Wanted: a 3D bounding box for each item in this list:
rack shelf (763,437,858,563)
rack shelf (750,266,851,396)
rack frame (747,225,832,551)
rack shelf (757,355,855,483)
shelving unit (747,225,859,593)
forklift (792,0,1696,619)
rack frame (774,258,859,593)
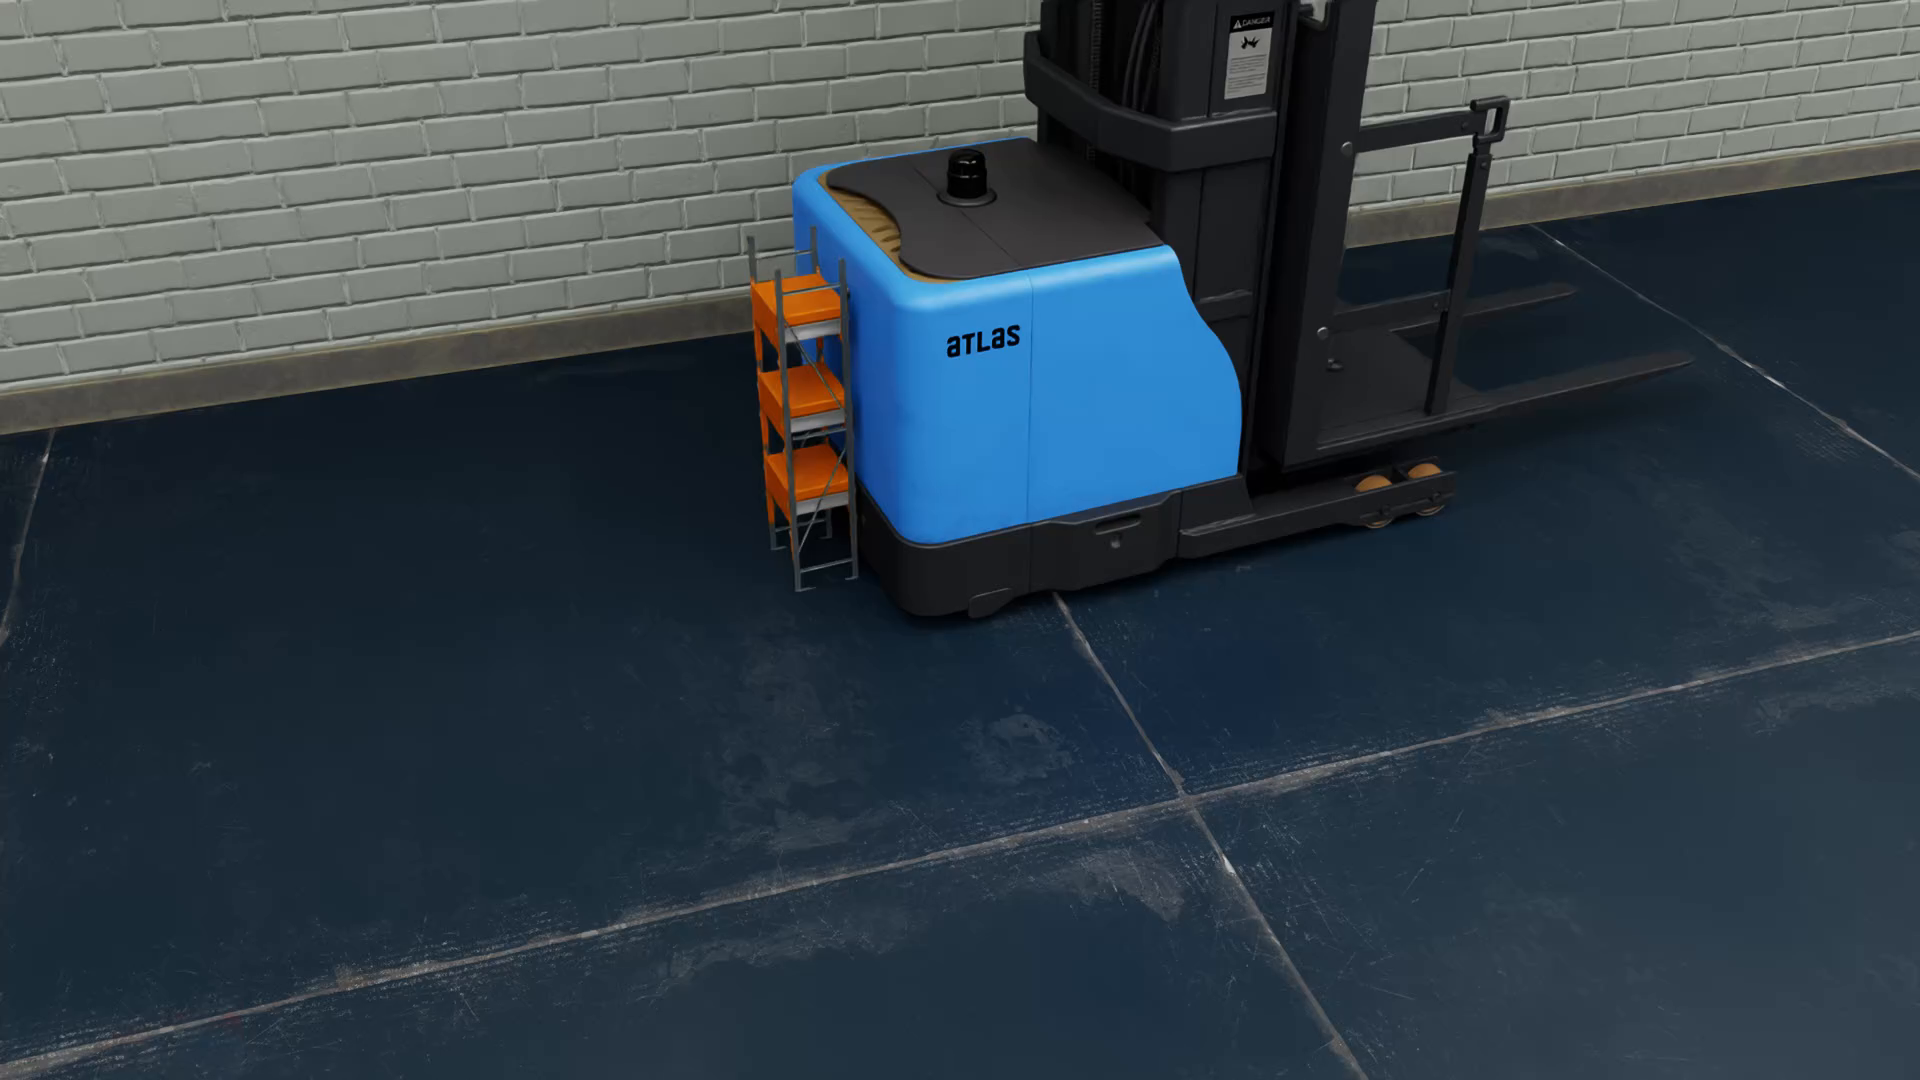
[{"bbox_3d":[-0.450,-0.123,5.007,0.215,0.259,0.240,-13,36,-19],"label":"rack shelf"},{"bbox_3d":[-0.450,-0.591,4.697,0.215,0.259,0.240,-13,36,-19],"label":"rack shelf"},{"bbox_3d":[-0.498,-0.426,4.942,0.200,1.050,0.008,-13,36,-19],"label":"rack frame"},{"bbox_3d":[-0.450,-0.355,4.854,0.215,0.259,0.240,-13,36,-19],"label":"rack shelf"},{"bbox_3d":[-0.450,-0.364,4.848,0.215,1.050,0.252,-13,36,-19],"label":"shelving unit"},{"bbox_3d":[1.048,-1.515,4.883,3.031,2.935,1.130,-13,36,-19],"label":"forklift"},{"bbox_3d":[-0.403,-0.302,4.754,0.200,1.050,0.008,-13,36,-19],"label":"rack frame"}]
